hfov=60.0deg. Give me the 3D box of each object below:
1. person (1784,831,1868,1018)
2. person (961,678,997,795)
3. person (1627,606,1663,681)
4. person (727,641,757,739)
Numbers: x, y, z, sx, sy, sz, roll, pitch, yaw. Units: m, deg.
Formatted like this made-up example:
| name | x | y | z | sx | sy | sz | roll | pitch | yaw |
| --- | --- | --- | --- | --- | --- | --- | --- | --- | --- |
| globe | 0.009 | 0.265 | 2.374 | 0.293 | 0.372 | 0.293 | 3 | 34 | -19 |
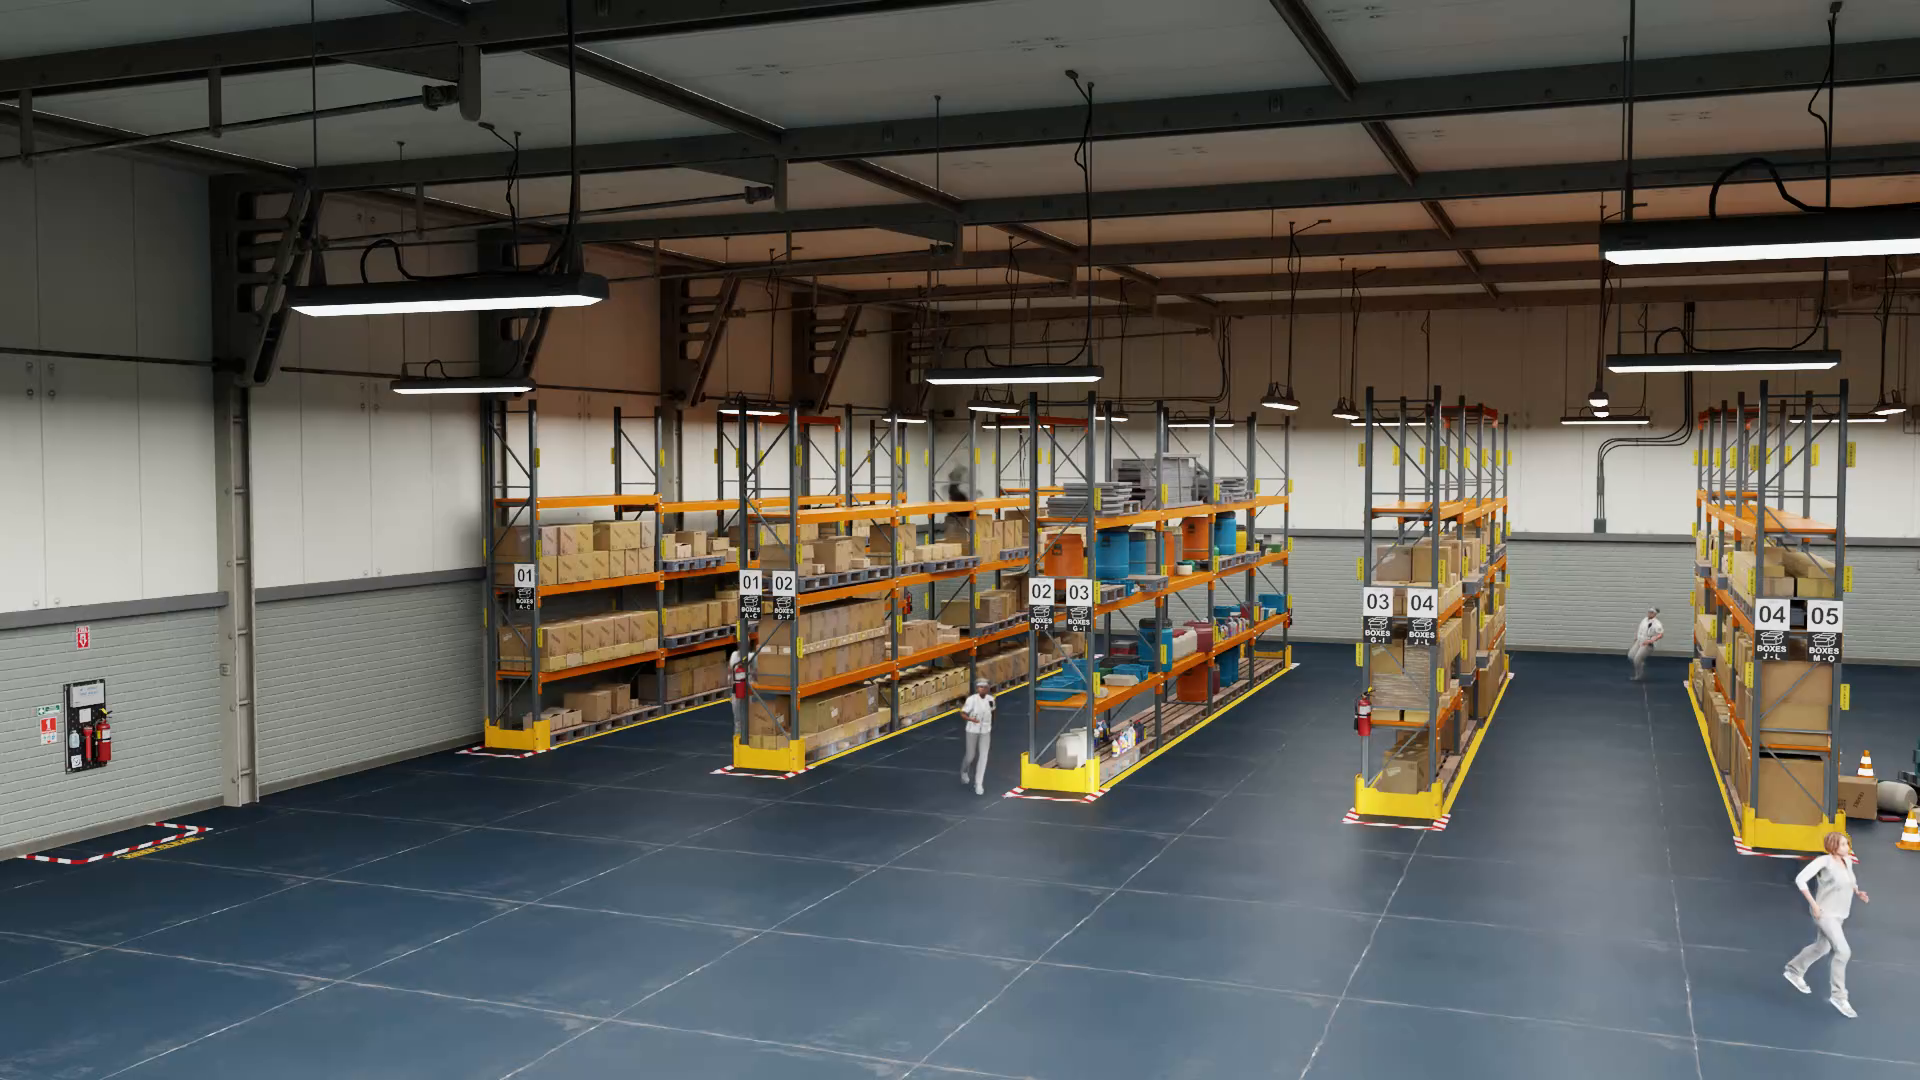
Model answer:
| name | x | y | z | sx | sy | sz | roll | pitch | yaw |
| --- | --- | --- | --- | --- | --- | --- | --- | --- | --- |
| person | 7.903 | 3.446 | 15.198 | 0.533 | 1.631 | 0.736 | -2 | 3 | -34 |
| person | 0.292 | 2.926 | 25.122 | 0.591 | 1.704 | 0.855 | -1 | 3 | -11 |
| person | 15.340 | 2.316 | 37.283 | 0.563 | 1.696 | 0.751 | -1 | 3 | -13 |
| person | -3.904 | 2.637 | 29.910 | 0.688 | 1.783 | 0.837 | 1 | 3 | 15 |
